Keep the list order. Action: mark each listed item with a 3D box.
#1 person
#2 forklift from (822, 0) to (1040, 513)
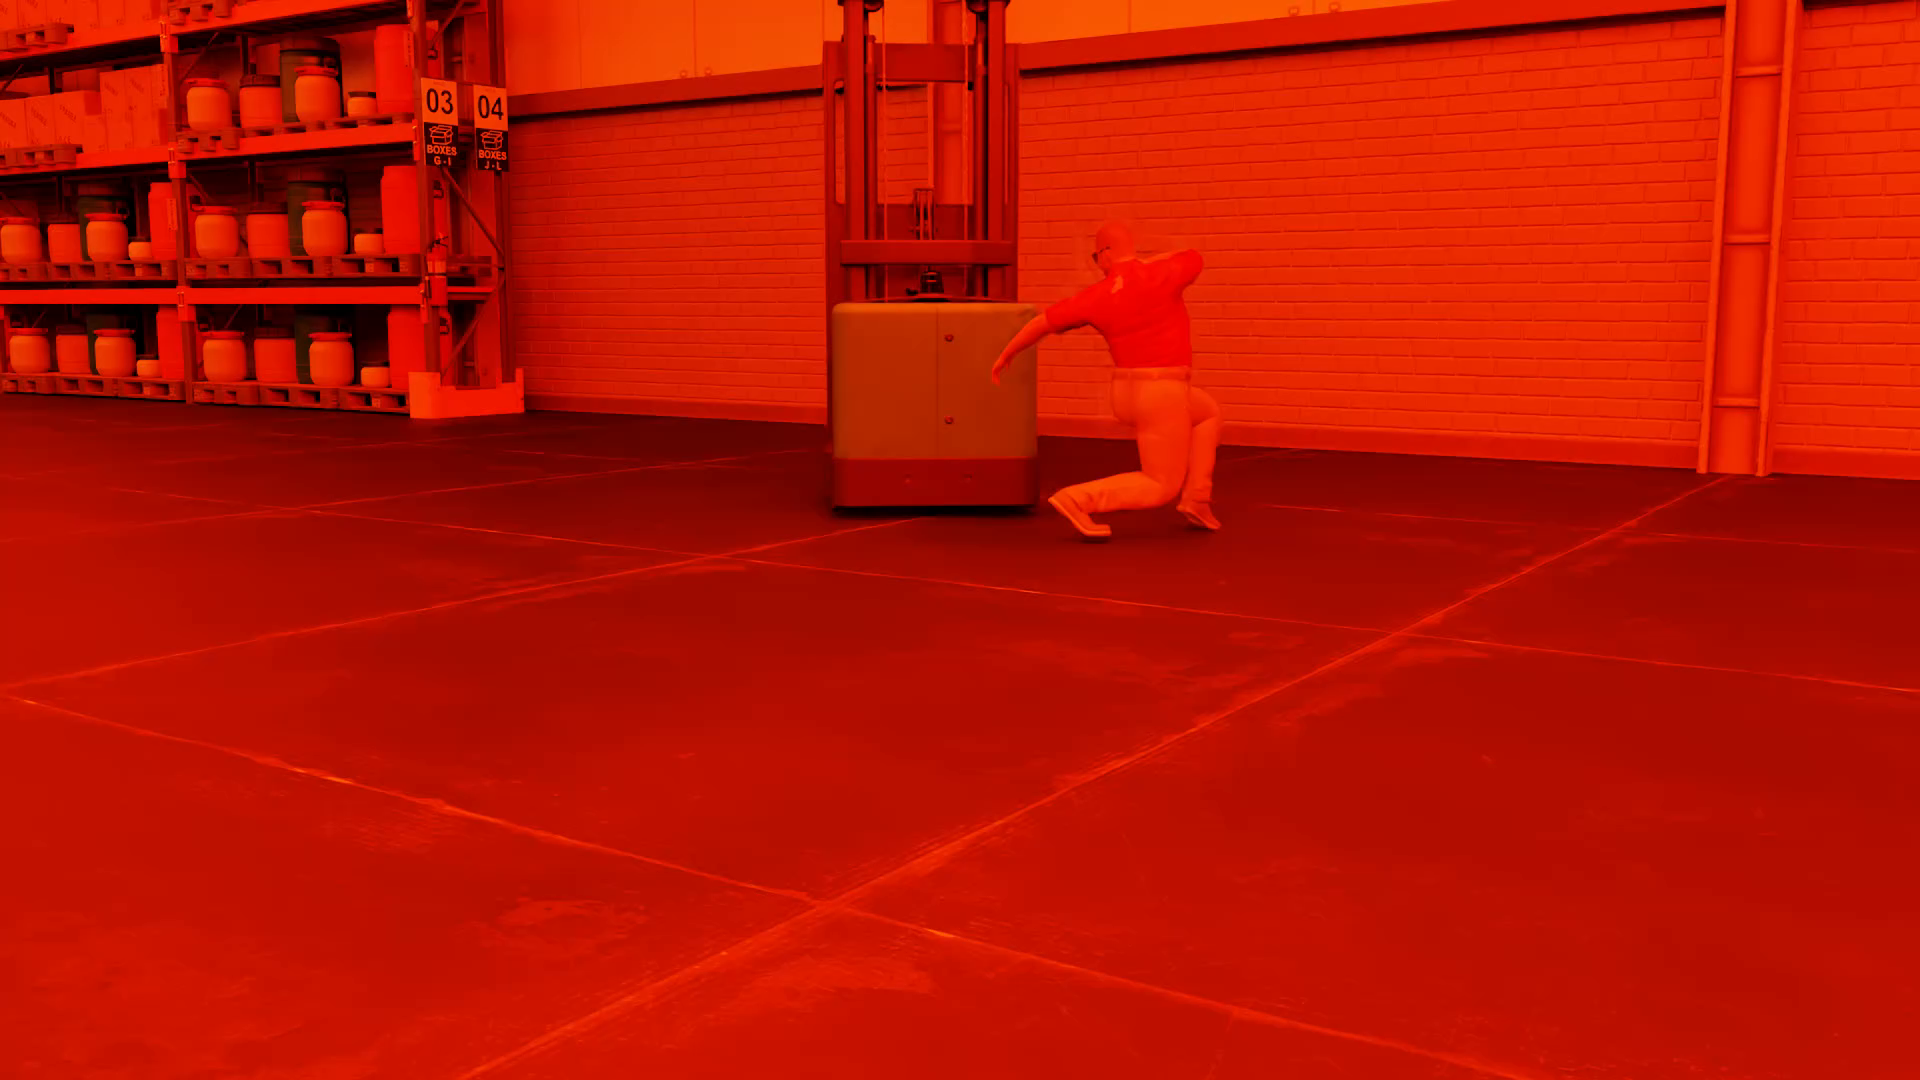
[{"bbox_3d":[0.732,-0.742,7.801,0.985,1.457,0.898,-6,10,-37],"label":"person"},{"bbox_3d":[-0.237,-1.763,9.591,1.130,2.935,3.031,-1,8,-5],"label":"forklift"}]
